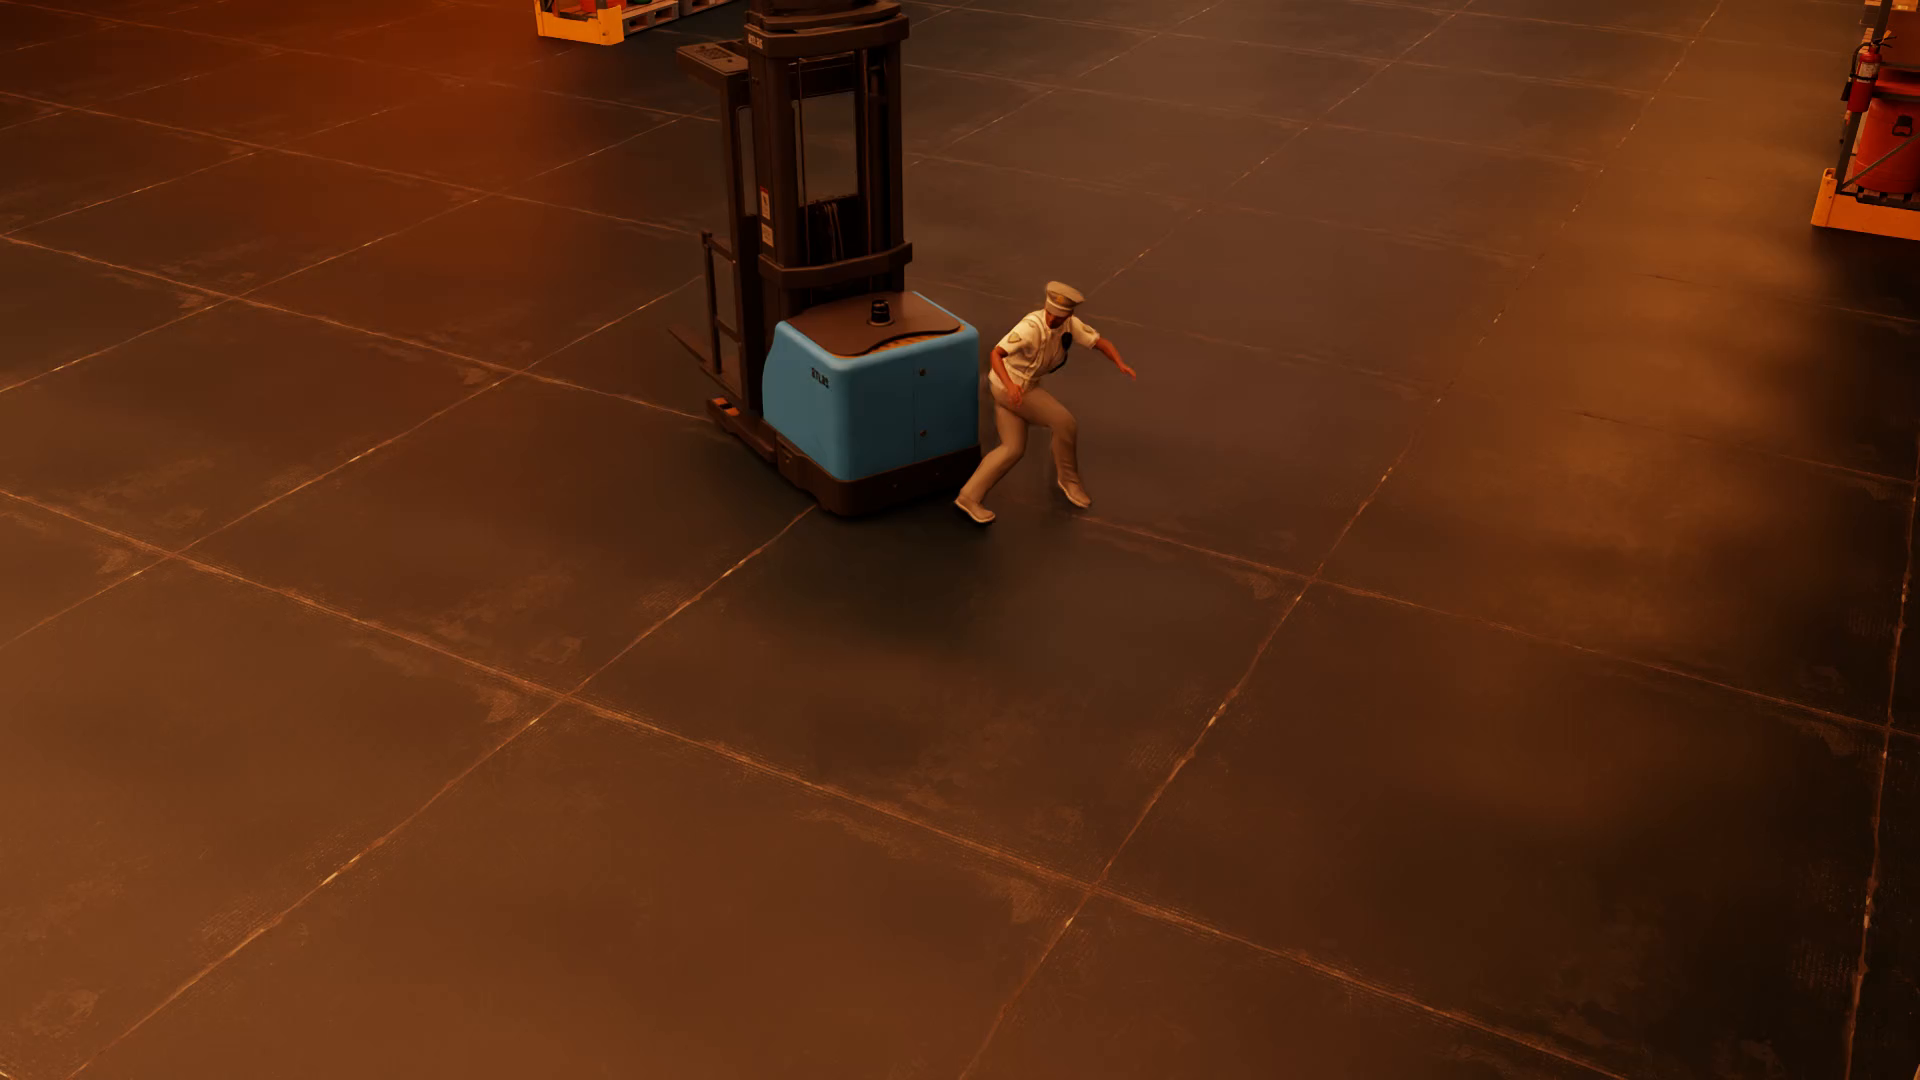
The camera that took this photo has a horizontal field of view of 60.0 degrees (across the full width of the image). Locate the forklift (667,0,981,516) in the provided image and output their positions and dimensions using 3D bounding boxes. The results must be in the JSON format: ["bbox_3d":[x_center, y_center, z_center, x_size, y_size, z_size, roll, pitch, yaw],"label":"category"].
[{"bbox_3d":[-1.077,-2.109,10.726,1.130,2.935,3.031,-18,34,-28],"label":"forklift"}]

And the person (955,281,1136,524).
[{"bbox_3d":[0.532,-0.804,9.978,0.972,1.453,0.886,11,32,18],"label":"person"}]
